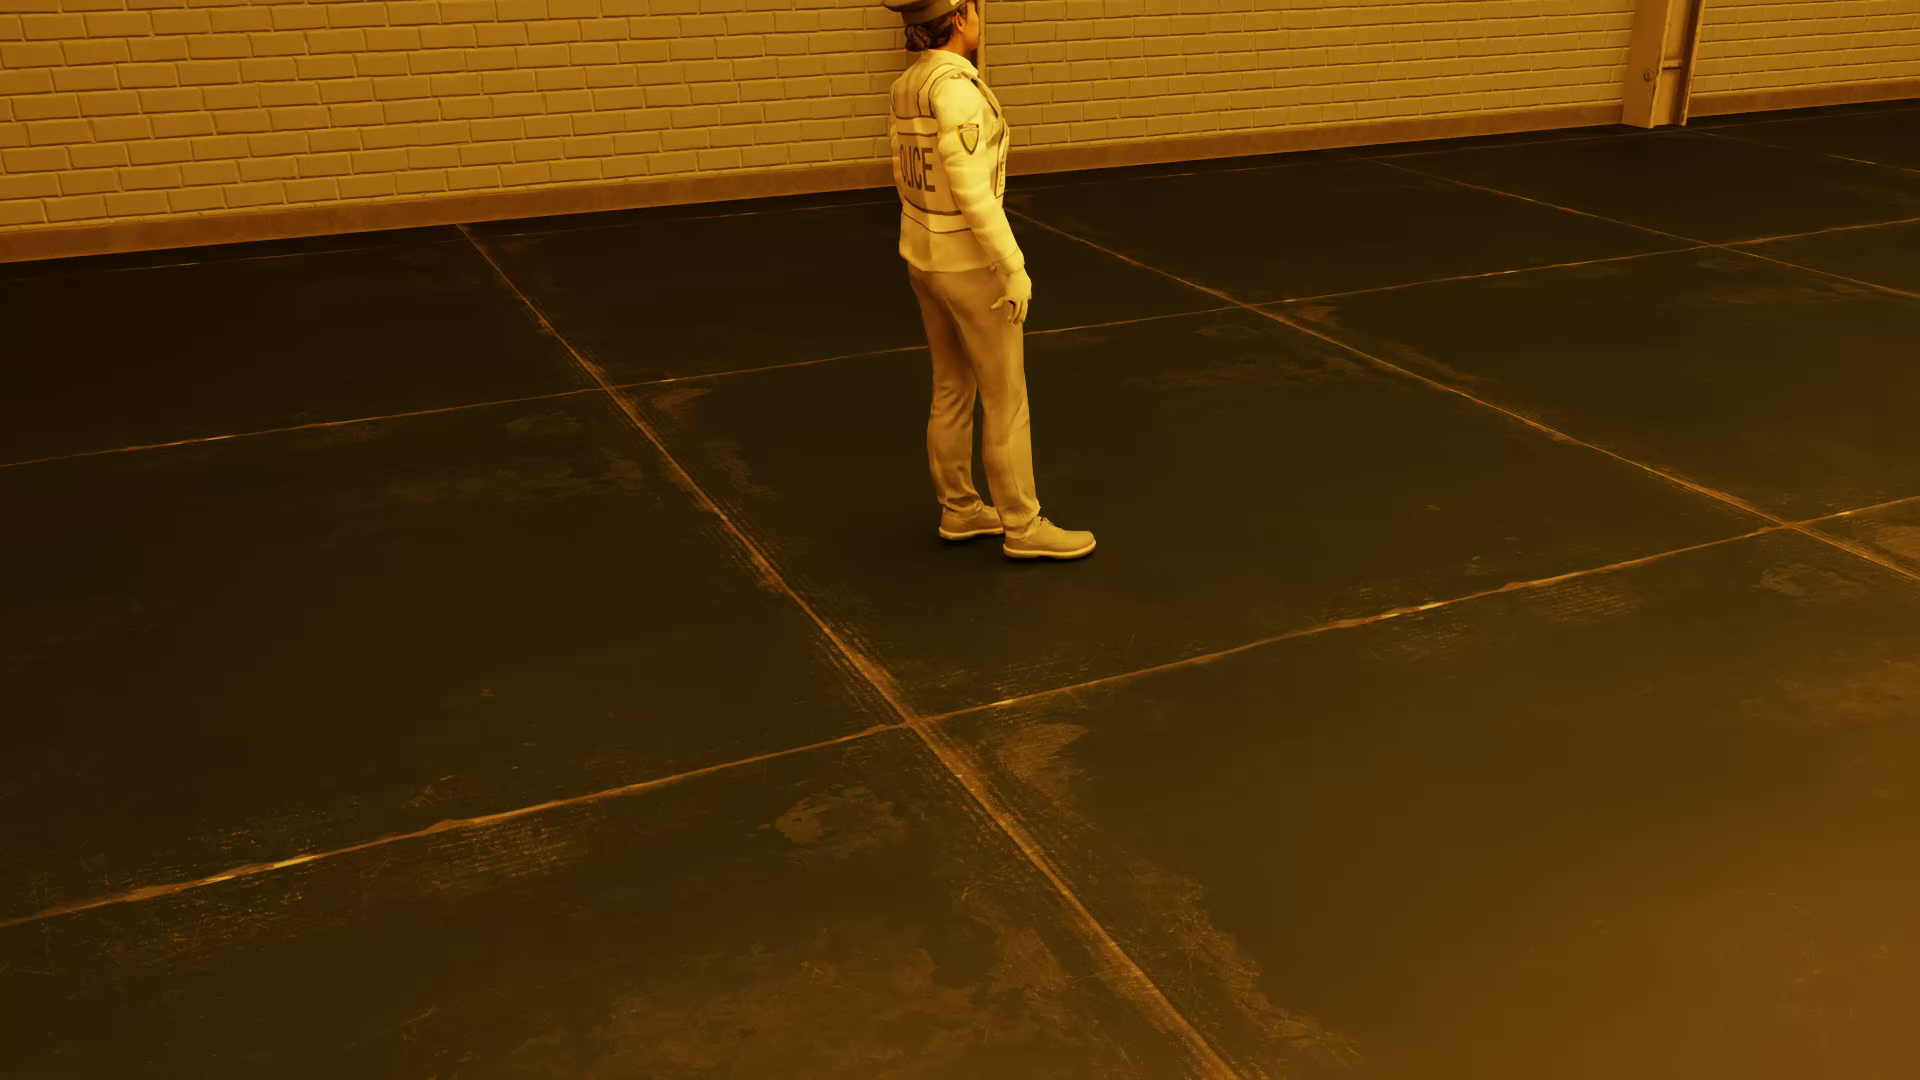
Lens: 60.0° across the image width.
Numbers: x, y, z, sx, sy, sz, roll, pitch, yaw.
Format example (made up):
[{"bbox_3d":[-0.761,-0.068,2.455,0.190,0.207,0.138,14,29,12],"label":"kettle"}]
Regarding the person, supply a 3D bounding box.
[{"bbox_3d":[0.065,-0.798,4.800,0.530,1.694,0.586,-10,25,-23],"label":"person"}]
